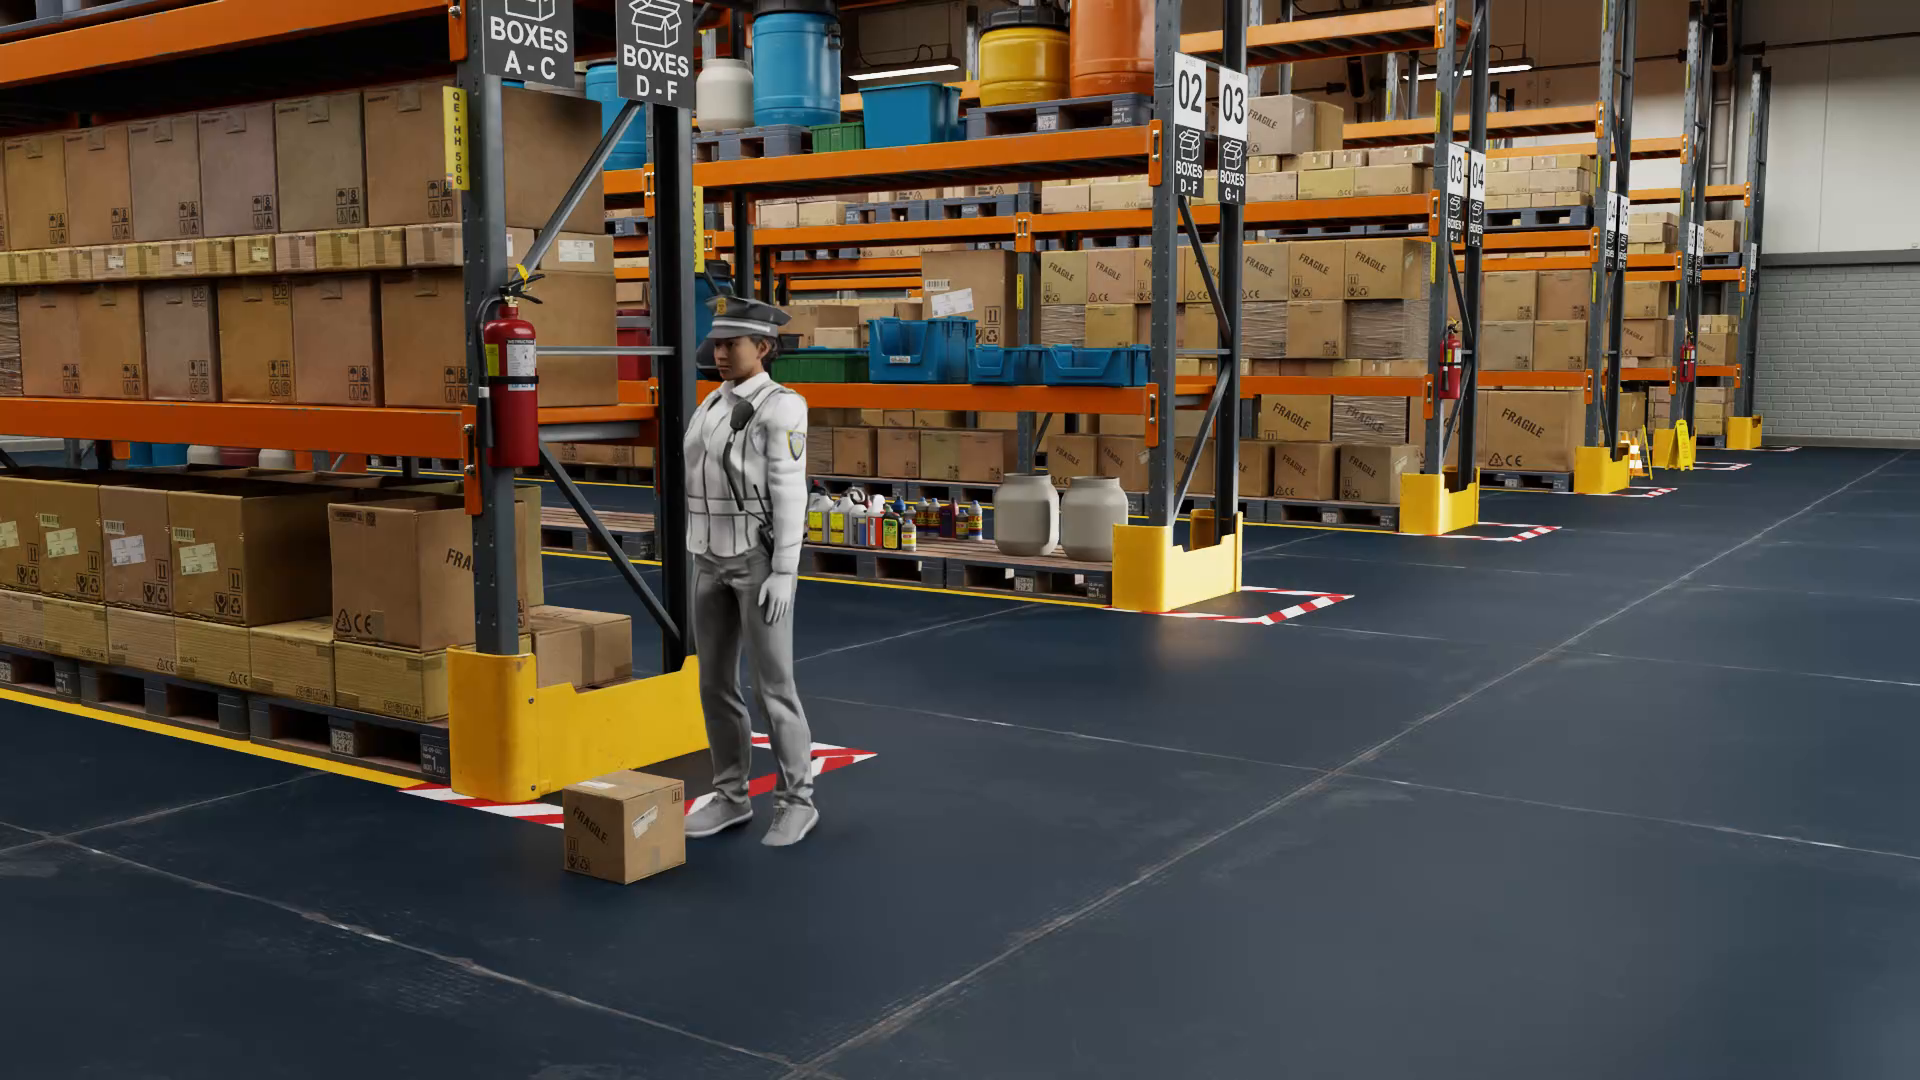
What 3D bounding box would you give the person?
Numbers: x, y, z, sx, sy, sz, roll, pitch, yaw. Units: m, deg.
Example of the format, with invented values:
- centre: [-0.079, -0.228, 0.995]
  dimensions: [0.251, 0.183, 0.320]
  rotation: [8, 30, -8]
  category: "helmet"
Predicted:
- centre: [-0.666, 0.116, 5.145]
  dimensions: [0.475, 1.733, 0.367]
  rotation: [6, 9, 42]
  category: "person"
